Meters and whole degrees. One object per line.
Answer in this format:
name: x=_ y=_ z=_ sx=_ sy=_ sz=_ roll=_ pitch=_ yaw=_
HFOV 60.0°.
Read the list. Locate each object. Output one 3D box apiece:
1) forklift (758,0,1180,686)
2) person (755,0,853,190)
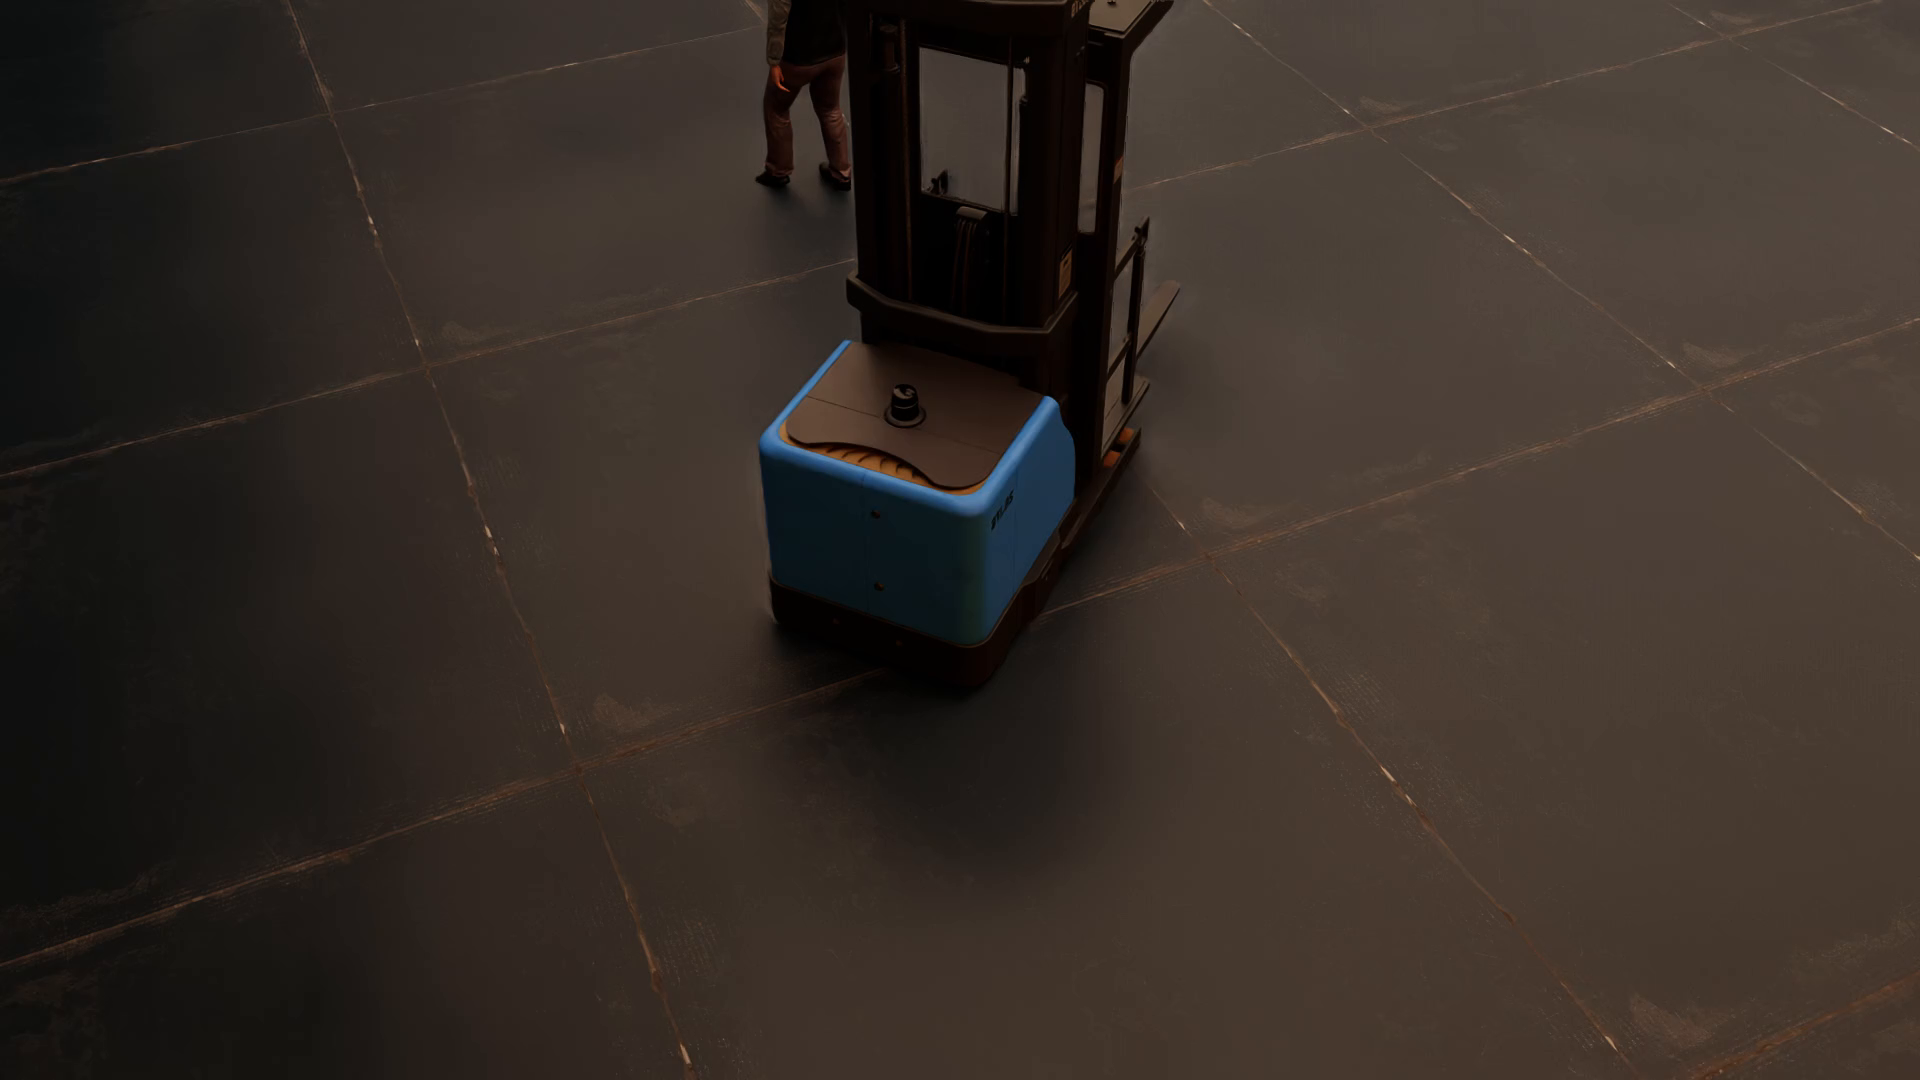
forklift: x=0.245 y=-1.461 z=7.246 sx=1.130 sy=2.935 sz=3.031 roll=18 pitch=46 yaw=18
person: x=-0.905 y=-2.824 z=9.647 sx=0.621 sy=1.763 sz=0.535 roll=-27 pitch=49 yaw=-26
